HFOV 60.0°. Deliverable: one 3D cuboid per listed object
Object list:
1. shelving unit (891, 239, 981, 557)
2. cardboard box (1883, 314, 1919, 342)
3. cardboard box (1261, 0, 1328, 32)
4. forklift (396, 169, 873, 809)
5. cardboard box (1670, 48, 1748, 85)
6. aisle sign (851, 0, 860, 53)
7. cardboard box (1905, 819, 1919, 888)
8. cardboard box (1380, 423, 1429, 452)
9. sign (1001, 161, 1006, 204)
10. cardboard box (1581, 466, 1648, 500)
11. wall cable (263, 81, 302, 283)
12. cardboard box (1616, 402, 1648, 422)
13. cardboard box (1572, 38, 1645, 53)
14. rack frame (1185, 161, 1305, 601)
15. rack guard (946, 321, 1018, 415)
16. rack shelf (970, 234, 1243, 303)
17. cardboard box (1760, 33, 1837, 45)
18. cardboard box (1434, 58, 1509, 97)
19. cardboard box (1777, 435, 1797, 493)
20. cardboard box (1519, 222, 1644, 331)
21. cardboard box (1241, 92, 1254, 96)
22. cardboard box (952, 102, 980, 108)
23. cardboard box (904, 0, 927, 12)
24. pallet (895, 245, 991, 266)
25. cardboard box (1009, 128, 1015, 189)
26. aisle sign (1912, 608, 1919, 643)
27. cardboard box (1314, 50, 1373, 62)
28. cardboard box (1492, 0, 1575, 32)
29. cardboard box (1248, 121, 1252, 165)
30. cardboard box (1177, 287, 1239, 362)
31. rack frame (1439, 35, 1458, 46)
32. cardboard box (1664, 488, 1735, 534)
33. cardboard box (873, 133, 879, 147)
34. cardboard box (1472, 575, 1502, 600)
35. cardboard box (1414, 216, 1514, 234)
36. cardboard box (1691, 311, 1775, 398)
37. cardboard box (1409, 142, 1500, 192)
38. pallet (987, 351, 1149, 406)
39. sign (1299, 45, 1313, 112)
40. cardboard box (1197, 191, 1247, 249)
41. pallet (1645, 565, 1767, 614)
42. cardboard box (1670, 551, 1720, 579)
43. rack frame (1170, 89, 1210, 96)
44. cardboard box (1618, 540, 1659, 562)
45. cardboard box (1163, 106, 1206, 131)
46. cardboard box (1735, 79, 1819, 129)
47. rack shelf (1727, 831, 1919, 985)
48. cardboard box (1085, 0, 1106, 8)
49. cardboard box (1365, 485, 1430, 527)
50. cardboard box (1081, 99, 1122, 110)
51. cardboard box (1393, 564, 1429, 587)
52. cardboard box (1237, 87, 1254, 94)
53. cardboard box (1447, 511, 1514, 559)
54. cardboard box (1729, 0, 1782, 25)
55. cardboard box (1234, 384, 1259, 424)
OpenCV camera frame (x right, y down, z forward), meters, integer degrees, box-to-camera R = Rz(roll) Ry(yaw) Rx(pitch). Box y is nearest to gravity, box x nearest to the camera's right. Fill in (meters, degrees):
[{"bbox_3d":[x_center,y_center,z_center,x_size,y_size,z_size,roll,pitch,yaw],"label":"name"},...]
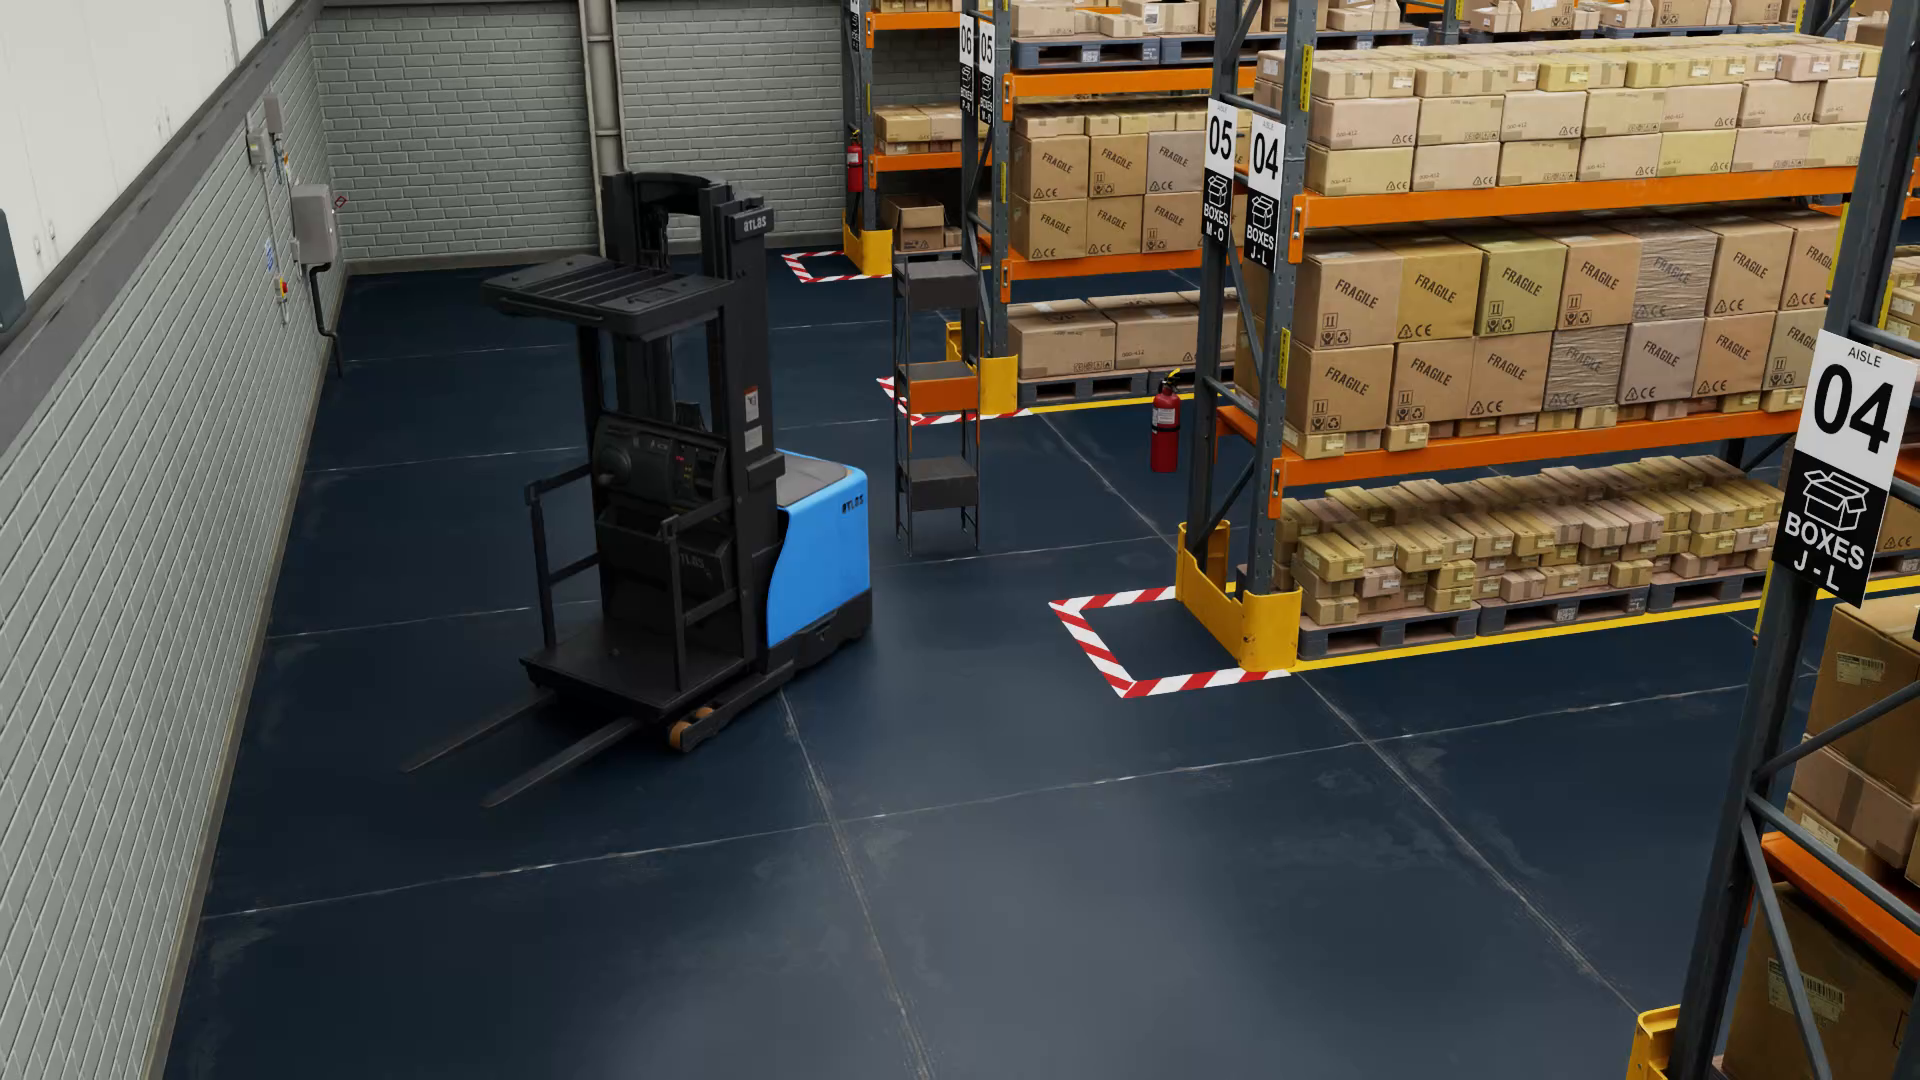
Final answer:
[{"bbox_3d":[-0.159,-0.947,11.295,0.503,2.100,0.431,-6,24,-14],"label":"shelving unit"},{"bbox_3d":[5.996,-1.322,10.435,0.250,0.149,0.380,-6,24,-14],"label":"cardboard box"},{"bbox_3d":[2.769,-4.618,14.113,0.637,0.503,0.797,-4,24,-10],"label":"cardboard box"},{"bbox_3d":[-1.767,-0.402,8.970,1.130,2.935,3.031,14,27,30],"label":"forklift"},{"bbox_3d":[4.264,-2.711,9.511,0.250,0.149,0.380,-7,24,-16],"label":"cardboard box"},{"bbox_3d":[-1.124,-5.643,17.799,0.004,0.787,0.394,-6,24,-14],"label":"aisle sign"},{"bbox_3d":[3.419,1.063,5.281,0.500,0.250,0.500,-7,24,-16],"label":"cardboard box"},{"bbox_3d":[2.549,-0.660,9.802,0.250,0.149,0.380,-7,24,-16],"label":"cardboard box"},{"bbox_3d":[0.351,-2.905,13.519,0.005,0.325,0.100,-6,24,-14],"label":"sign"},{"bbox_3d":[4.349,-0.349,11.089,0.250,0.149,0.380,-7,24,-16],"label":"cardboard box"},{"bbox_3d":[-5.610,-3.077,13.829,0.122,1.984,0.588,-6,24,-14],"label":"wall cable"},{"bbox_3d":[4.021,-0.865,10.282,0.250,0.149,0.380,-7,24,-15],"label":"cardboard box"},{"bbox_3d":[3.869,-2.902,9.955,0.250,0.149,0.380,-5,24,-12],"label":"cardboard box"},{"bbox_3d":[1.642,-0.814,9.843,0.127,3.000,1.000,-6,24,-14],"label":"rack frame"},{"bbox_3d":[0.184,-1.531,14.685,0.348,0.500,1.175,-6,24,-14],"label":"rack guard"},{"bbox_3d":[2.133,-2.565,14.836,4.000,0.370,1.077,-6,24,-14],"label":"rack shelf"},{"bbox_3d":[5.147,-3.024,10.239,0.250,0.149,0.380,-7,24,-15],"label":"cardboard box"},{"bbox_3d":[2.780,-2.532,9.093,0.250,0.149,0.380,-6,24,-14],"label":"cardboard box"},{"bbox_3d":[6.137,-0.459,11.653,0.500,0.500,0.500,-7,24,-15],"label":"cardboard box"},{"bbox_3d":[3.626,-1.562,9.814,0.500,0.500,0.500,-7,24,-16],"label":"cardboard box"},{"bbox_3d":[2.688,-3.880,14.771,0.250,0.149,0.380,-7,24,-16],"label":"cardboard box"},{"bbox_3d":[0.209,-4.890,19.154,0.500,0.250,0.500,-6,24,-13],"label":"cardboard box"},{"bbox_3d":[-0.522,-5.813,18.009,0.250,0.149,0.380,-6,24,-13],"label":"cardboard box"},{"bbox_3d":[-0.297,-3.378,19.356,1.213,0.211,1.003,-6,24,-14],"label":"pallet"},{"bbox_3d":[0.607,-3.330,14.311,0.500,0.500,0.500,-6,24,-13],"label":"cardboard box"},{"bbox_3d":[2.896,0.007,4.633,0.004,0.787,0.394,-6,24,-14],"label":"aisle sign"},{"bbox_3d":[2.140,-2.681,9.440,0.250,0.149,0.380,-6,24,-14],"label":"cardboard box"},{"bbox_3d":[4.985,-4.710,14.459,0.500,0.500,0.500,-7,24,-15],"label":"cardboard box"},{"bbox_3d":[2.008,-2.272,9.628,0.500,0.250,0.500,-7,24,-16],"label":"cardboard box"},{"bbox_3d":[2.563,-2.002,15.330,0.875,0.438,0.875,-7,24,-16],"label":"cardboard box"},{"bbox_3d":[4.058,-3.109,15.191,0.127,3.000,1.000,-6,24,-14],"label":"rack frame"},{"bbox_3d":[4.748,-0.188,10.713,0.250,0.149,0.380,-7,24,-15],"label":"cardboard box"},{"bbox_3d":[-0.891,-4.588,18.958,0.250,0.149,0.380,-7,24,-15],"label":"cardboard box"},{"bbox_3d":[3.195,0.232,10.488,0.250,0.149,0.380,-6,24,-14],"label":"cardboard box"},{"bbox_3d":[3.001,-1.712,10.164,0.500,0.500,0.500,-5,24,-12],"label":"cardboard box"},{"bbox_3d":[4.603,-1.209,10.260,0.500,0.500,0.500,-7,24,-16],"label":"cardboard box"},{"bbox_3d":[2.651,-2.129,9.293,0.500,0.250,0.500,-6,24,-13],"label":"cardboard box"},{"bbox_3d":[0.956,-1.516,15.015,1.213,0.211,1.003,-6,24,-14],"label":"pallet"},{"bbox_3d":[1.788,-2.388,8.599,0.005,0.325,0.100,-6,24,-14],"label":"sign"},{"bbox_3d":[2.199,-2.842,14.443,0.500,0.500,0.500,-6,24,-13],"label":"cardboard box"},{"bbox_3d":[4.856,0.126,11.188,1.213,0.211,1.003,-6,24,-14],"label":"pallet"},{"bbox_3d":[4.698,0.097,10.803,0.250,0.149,0.380,-7,24,-16],"label":"cardboard box"},{"bbox_3d":[2.714,-4.993,19.582,0.127,3.000,1.000,-6,24,-14],"label":"rack frame"},{"bbox_3d":[4.257,-0.013,10.681,0.250,0.149,0.380,-6,24,-13],"label":"cardboard box"},{"bbox_3d":[1.877,-3.551,14.005,0.250,0.149,0.380,-6,24,-14],"label":"cardboard box"},{"bbox_3d":[4.613,-2.583,9.717,0.500,0.250,0.500,-7,24,-17],"label":"cardboard box"},{"bbox_3d":[4.810,1.197,6.068,4.000,0.370,1.077,-6,24,-14],"label":"rack shelf"},{"bbox_3d":[1.447,-6.013,18.475,0.250,0.149,0.380,-5,24,-13],"label":"cardboard box"},{"bbox_3d":[2.822,-0.207,10.757,0.250,0.149,0.380,-7,24,-16],"label":"cardboard box"},{"bbox_3d":[1.216,-3.707,14.368,0.250,0.149,0.380,-6,24,-13],"label":"cardboard box"},{"bbox_3d":[2.706,0.141,10.324,0.250,0.149,0.380,-6,24,-14],"label":"cardboard box"},{"bbox_3d":[3.240,-5.198,19.401,0.500,0.500,0.700,-6,24,-13],"label":"cardboard box"},{"bbox_3d":[3.234,-0.034,10.354,0.250,0.149,0.380,-5,24,-12],"label":"cardboard box"},{"bbox_3d":[7.008,-4.974,15.076,0.500,0.500,0.700,-8,24,-17],"label":"cardboard box"},{"bbox_3d":[1.879,-0.841,10.224,0.250,0.149,0.380,-6,24,-14],"label":"cardboard box"}]
